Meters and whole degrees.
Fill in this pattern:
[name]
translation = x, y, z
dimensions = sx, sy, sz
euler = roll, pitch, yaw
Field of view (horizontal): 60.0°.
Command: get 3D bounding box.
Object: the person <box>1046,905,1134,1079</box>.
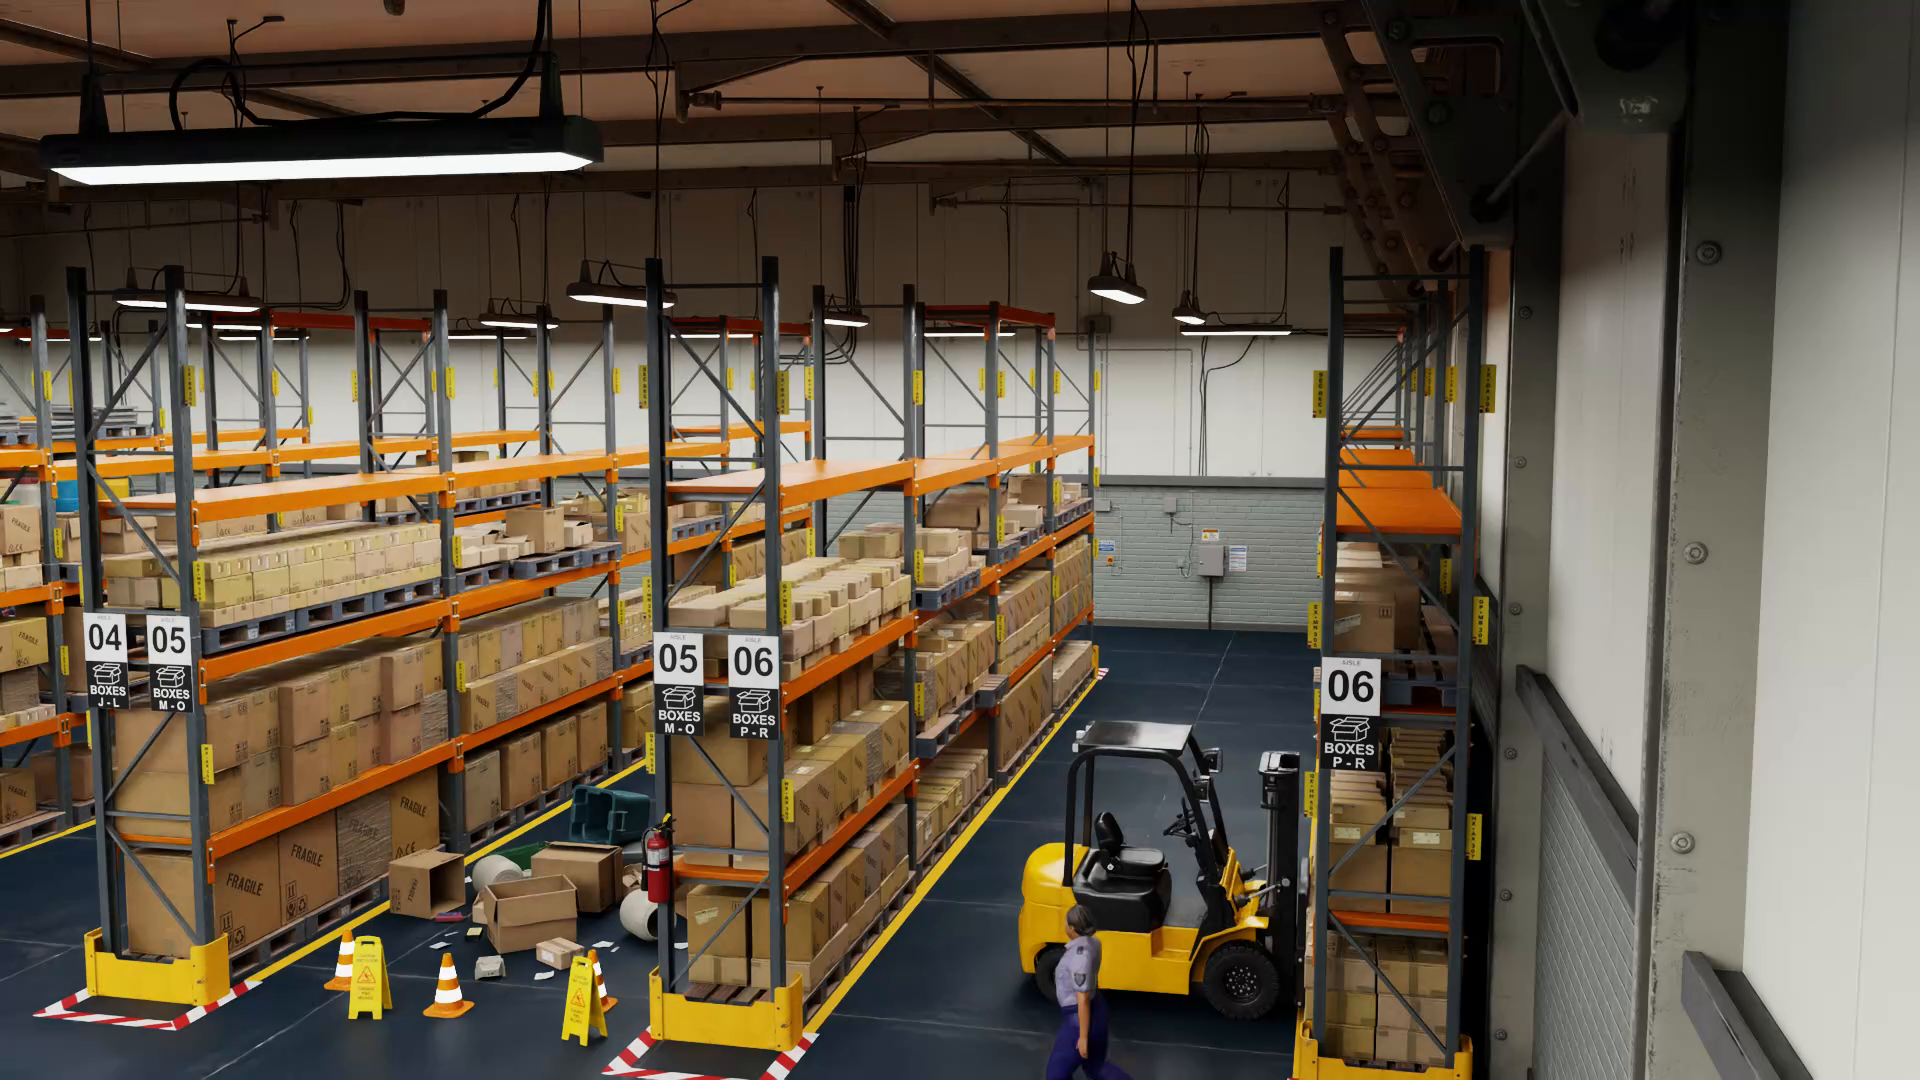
[person]
translation = 0.885, 3.228, 11.172
dimensions = 0.916, 1.606, 0.501
euler = 1, 6, 5
